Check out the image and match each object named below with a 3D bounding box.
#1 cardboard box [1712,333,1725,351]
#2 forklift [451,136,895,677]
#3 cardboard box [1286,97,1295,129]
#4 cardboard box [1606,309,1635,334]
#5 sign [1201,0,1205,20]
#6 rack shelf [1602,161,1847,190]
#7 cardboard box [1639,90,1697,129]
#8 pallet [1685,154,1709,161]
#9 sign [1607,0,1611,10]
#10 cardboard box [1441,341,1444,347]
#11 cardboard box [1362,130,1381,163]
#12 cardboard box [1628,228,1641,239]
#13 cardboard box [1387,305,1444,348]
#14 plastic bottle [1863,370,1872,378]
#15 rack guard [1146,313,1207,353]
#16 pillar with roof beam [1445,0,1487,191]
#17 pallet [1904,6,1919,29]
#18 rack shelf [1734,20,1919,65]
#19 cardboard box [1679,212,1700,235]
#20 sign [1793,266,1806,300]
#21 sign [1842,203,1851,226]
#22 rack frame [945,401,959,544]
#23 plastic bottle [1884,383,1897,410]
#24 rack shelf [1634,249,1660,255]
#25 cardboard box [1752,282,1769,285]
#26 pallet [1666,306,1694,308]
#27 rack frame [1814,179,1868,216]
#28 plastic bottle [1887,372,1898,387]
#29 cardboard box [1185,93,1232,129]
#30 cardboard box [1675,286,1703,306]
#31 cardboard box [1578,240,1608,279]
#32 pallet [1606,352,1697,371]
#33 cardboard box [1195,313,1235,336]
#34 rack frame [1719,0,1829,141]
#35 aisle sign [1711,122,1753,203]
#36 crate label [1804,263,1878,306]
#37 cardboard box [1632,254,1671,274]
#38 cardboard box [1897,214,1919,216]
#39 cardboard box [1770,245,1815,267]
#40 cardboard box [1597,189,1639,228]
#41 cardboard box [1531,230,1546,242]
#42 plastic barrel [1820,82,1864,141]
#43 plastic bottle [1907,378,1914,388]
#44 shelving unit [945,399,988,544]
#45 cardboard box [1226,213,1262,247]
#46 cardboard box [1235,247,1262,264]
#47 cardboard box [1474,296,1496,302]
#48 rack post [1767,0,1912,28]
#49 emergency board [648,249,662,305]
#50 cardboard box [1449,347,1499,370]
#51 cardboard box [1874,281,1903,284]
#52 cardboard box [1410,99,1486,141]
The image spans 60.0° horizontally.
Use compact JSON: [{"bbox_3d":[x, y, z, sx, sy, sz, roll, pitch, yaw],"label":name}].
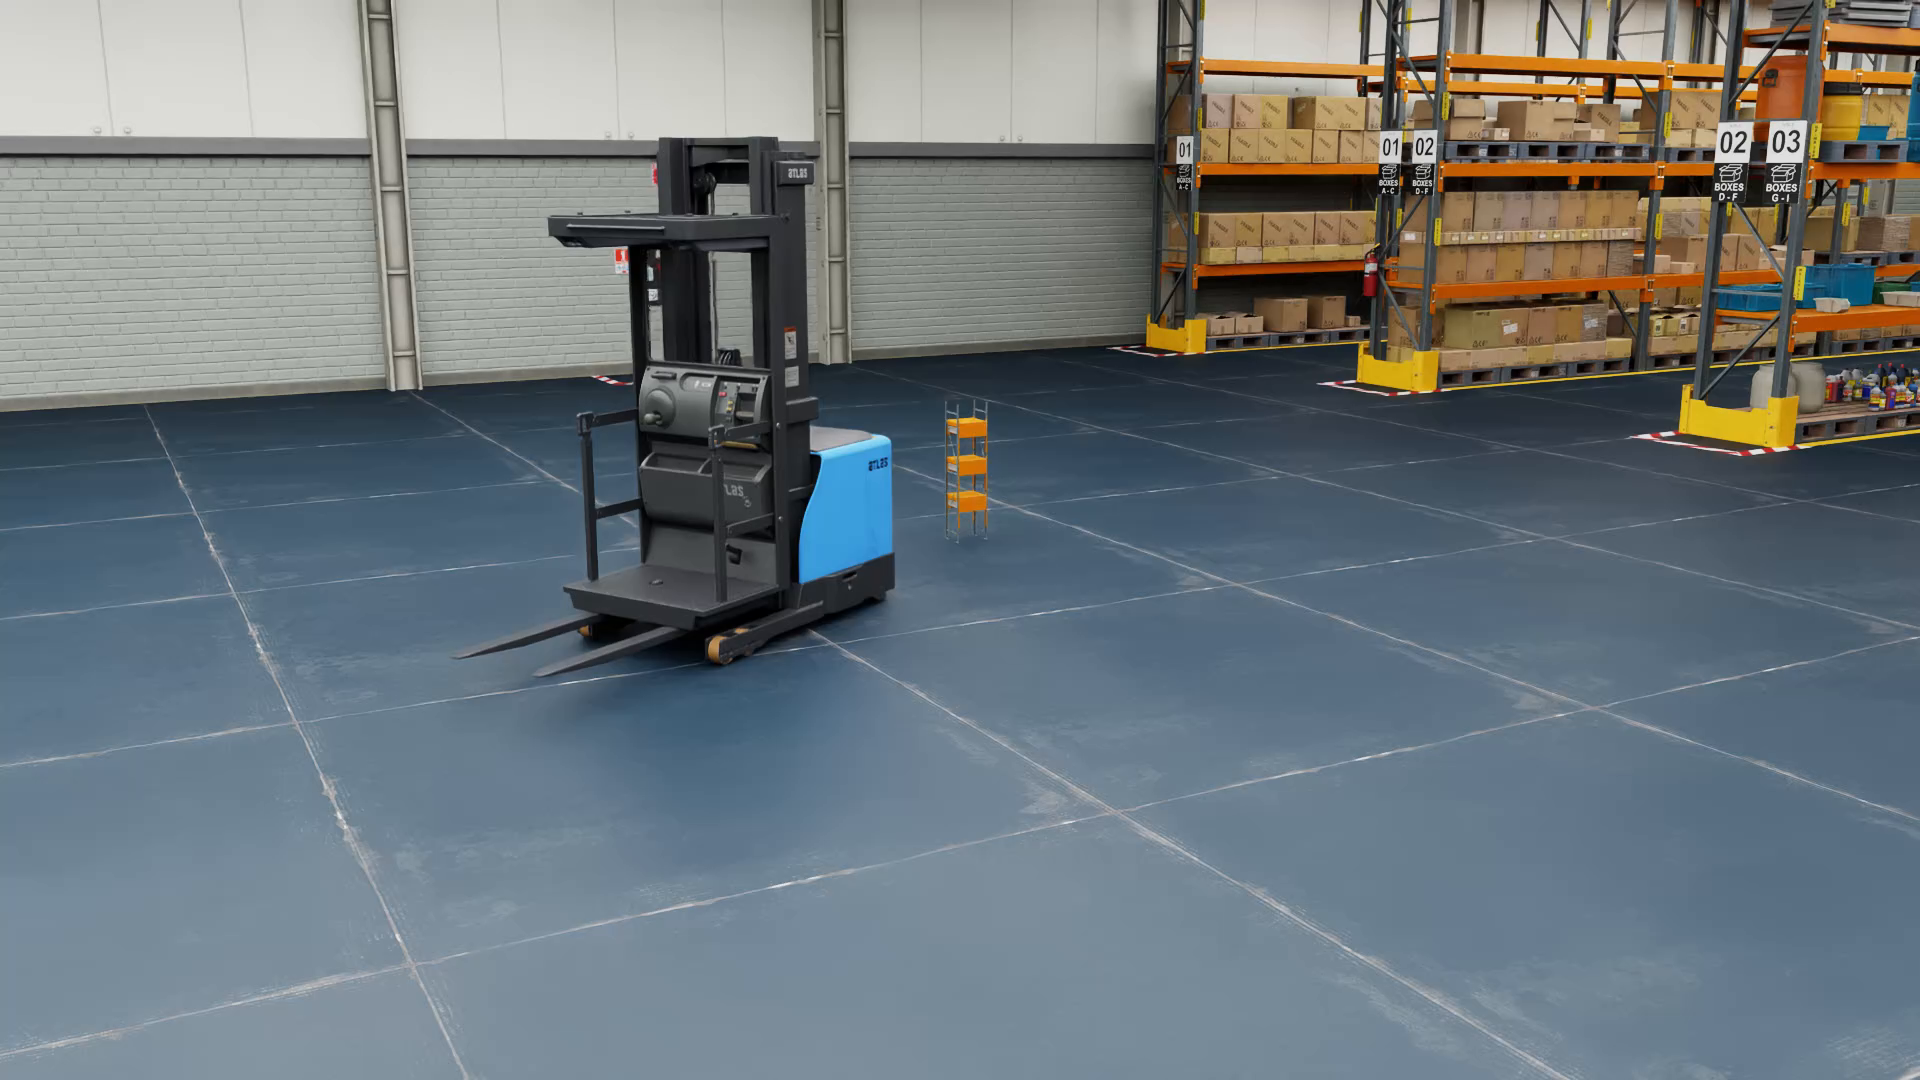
[{"bbox_3d":[10.530,-2.844,23.719,0.500,0.250,0.500,-7,15,-30],"label":"cardboard box"},{"bbox_3d":[-1.631,-0.837,9.652,1.130,2.935,3.031,8,15,31],"label":"forklift"},{"bbox_3d":[4.882,-6.674,26.053,0.500,0.500,0.500,-7,14,-28],"label":"cardboard box"},{"bbox_3d":[9.373,-3.112,23.634,0.500,0.311,0.500,-7,14,-28],"label":"cardboard box"},{"bbox_3d":[3.527,-7.727,24.140,0.005,0.325,0.100,-7,14,-28],"label":"sign"},{"bbox_3d":[10.910,-5.200,23.689,4.000,0.370,1.077,-7,14,-28],"label":"rack shelf"},{"bbox_3d":[9.715,-5.895,22.818,0.500,0.500,0.500,-7,14,-27],"label":"cardboard box"},{"bbox_3d":[11.132,-5.462,23.647,1.213,0.211,1.003,-6,14,-25],"label":"pallet"},{"bbox_3d":[8.884,-7.401,22.694,0.005,0.325,0.100,-7,14,-28],"label":"sign"},{"bbox_3d":[6.406,-2.488,22.138,0.500,0.250,0.500,-7,14,-28],"label":"cardboard box"},{"bbox_3d":[6.451,-6.252,26.453,0.500,0.500,0.500,-6,14,-26],"label":"cardboard box"},{"bbox_3d":[9.019,-4.172,22.612,0.250,0.149,0.380,-7,14,-28],"label":"cardboard box"},{"bbox_3d":[5.972,-2.799,21.814,0.500,0.500,0.500,-7,14,-28],"label":"cardboard box"},{"bbox_3d":[10.287,-1.777,18.859,0.133,0.283,0.061,-6,14,-25],"label":"plastic bottle"},{"bbox_3d":[3.333,-3.199,25.685,0.348,0.500,1.175,-7,14,-28],"label":"rack guard"},{"bbox_3d":[10.796,-7.379,24.902,0.400,9.000,9.100,-7,14,-28],"label":"pillar with roof beam"},{"bbox_3d":[9.742,-5.340,17.184,1.213,0.211,1.003,-7,14,-28],"label":"pallet"},{"bbox_3d":[9.769,-5.092,17.290,4.000,0.370,1.077,-7,14,-28],"label":"rack shelf"},{"bbox_3d":[13.072,-5.724,30.260,0.500,0.500,0.500,-7,14,-27],"label":"cardboard box"},{"bbox_3d":[8.273,-2.530,16.388,0.005,0.325,0.100,-7,14,-28],"label":"sign"},{"bbox_3d":[12.934,-4.756,24.273,0.005,0.325,0.100,-7,14,-28],"label":"sign"},{"bbox_3d":[-0.060,-0.505,12.462,0.008,1.050,0.200,-7,14,-28],"label":"rack frame"},{"bbox_3d":[9.962,-1.542,17.812,0.133,0.283,0.061,-7,14,-27],"label":"plastic bottle"},{"bbox_3d":[12.044,-5.111,30.128,4.000,0.370,1.077,-7,14,-28],"label":"rack shelf"},{"bbox_3d":[14.948,-4.769,31.706,0.500,0.500,0.700,-7,14,-28],"label":"cardboard box"},{"bbox_3d":[13.158,-4.217,30.865,1.213,0.211,1.003,-7,14,-28],"label":"pallet"},{"bbox_3d":[17.311,-6.094,32.854,0.127,3.000,1.000,-7,14,-28],"label":"rack frame"},{"bbox_3d":[10.548,-1.762,18.819,0.097,0.271,0.097,0,13,0],"label":"plastic bottle"},{"bbox_3d":[3.721,-6.414,24.895,0.500,0.500,0.500,-8,15,-32],"label":"cardboard box"},{"bbox_3d":[13.291,-4.736,30.759,0.750,0.750,0.750,-7,14,-27],"label":"cardboard box"},{"bbox_3d":[8.308,-3.821,22.529,0.500,0.500,0.700,-7,14,-28],"label":"cardboard box"},{"bbox_3d":[9.783,-2.602,23.689,1.213,0.211,1.003,-7,14,-28],"label":"pallet"},{"bbox_3d":[3.917,-3.369,25.868,0.500,0.311,0.500,-9,15,-34],"label":"cardboard box"},{"bbox_3d":[8.014,-5.428,16.233,0.127,3.000,1.000,-7,14,-28],"label":"rack frame"},{"bbox_3d":[7.808,-3.819,16.827,0.004,0.787,0.394,-7,14,-28],"label":"aisle sign"},{"bbox_3d":[9.500,-2.764,17.979,0.616,0.435,0.502,-7,14,-28],"label":"crate label"},{"bbox_3d":[9.566,-3.864,23.289,0.500,0.250,0.500,-6,14,-24],"label":"cardboard box"},{"bbox_3d":[15.080,-4.881,26.281,0.500,0.500,0.700,-4,13,-19],"label":"cardboard box"},{"bbox_3d":[12.325,-4.224,24.752,0.500,0.311,0.500,-6,14,-24],"label":"cardboard box"},{"bbox_3d":[8.768,-4.511,22.638,0.500,0.500,0.700,-7,14,-28],"label":"cardboard box"},{"bbox_3d":[7.441,-3.983,21.769,0.250,0.149,0.380,-7,14,-27],"label":"cardboard box"},{"bbox_3d":[8.953,-4.406,17.137,0.600,0.588,0.600,0,13,0],"label":"plastic barrel"},{"bbox_3d":[10.449,-1.638,18.241,0.133,0.283,0.061,-7,14,-28],"label":"plastic bottle"},{"bbox_3d":[0.047,-0.518,12.519,0.252,1.050,0.215,-7,14,-28],"label":"shelving unit"},{"bbox_3d":[4.268,-4.755,25.495,0.500,0.500,0.500,-7,14,-28],"label":"cardboard box"},{"bbox_3d":[4.296,-4.395,25.600,0.500,0.250,0.500,-7,15,-30],"label":"cardboard box"},{"bbox_3d":[8.751,-4.072,28.562,0.500,0.500,0.700,-7,14,-28],"label":"cardboard box"},{"bbox_3d":[8.738,-5.239,16.532,0.954,0.300,0.937,-5,14,-22],"label":"rack post"},{"bbox_3d":[-3.987,-3.767,22.516,0.643,1.169,0.194,-7,14,-28],"label":"emergency board"},{"bbox_3d":[6.658,-2.386,21.688,0.500,0.250,0.500,-7,14,-28],"label":"cardboard box"},{"bbox_3d":[14.757,-3.970,26.403,0.500,0.250,0.500,-7,14,-28],"label":"cardboard box"},{"bbox_3d":[6.150,-5.303,20.998,0.637,0.503,0.797,-6,14,-24],"label":"cardboard box"}]
